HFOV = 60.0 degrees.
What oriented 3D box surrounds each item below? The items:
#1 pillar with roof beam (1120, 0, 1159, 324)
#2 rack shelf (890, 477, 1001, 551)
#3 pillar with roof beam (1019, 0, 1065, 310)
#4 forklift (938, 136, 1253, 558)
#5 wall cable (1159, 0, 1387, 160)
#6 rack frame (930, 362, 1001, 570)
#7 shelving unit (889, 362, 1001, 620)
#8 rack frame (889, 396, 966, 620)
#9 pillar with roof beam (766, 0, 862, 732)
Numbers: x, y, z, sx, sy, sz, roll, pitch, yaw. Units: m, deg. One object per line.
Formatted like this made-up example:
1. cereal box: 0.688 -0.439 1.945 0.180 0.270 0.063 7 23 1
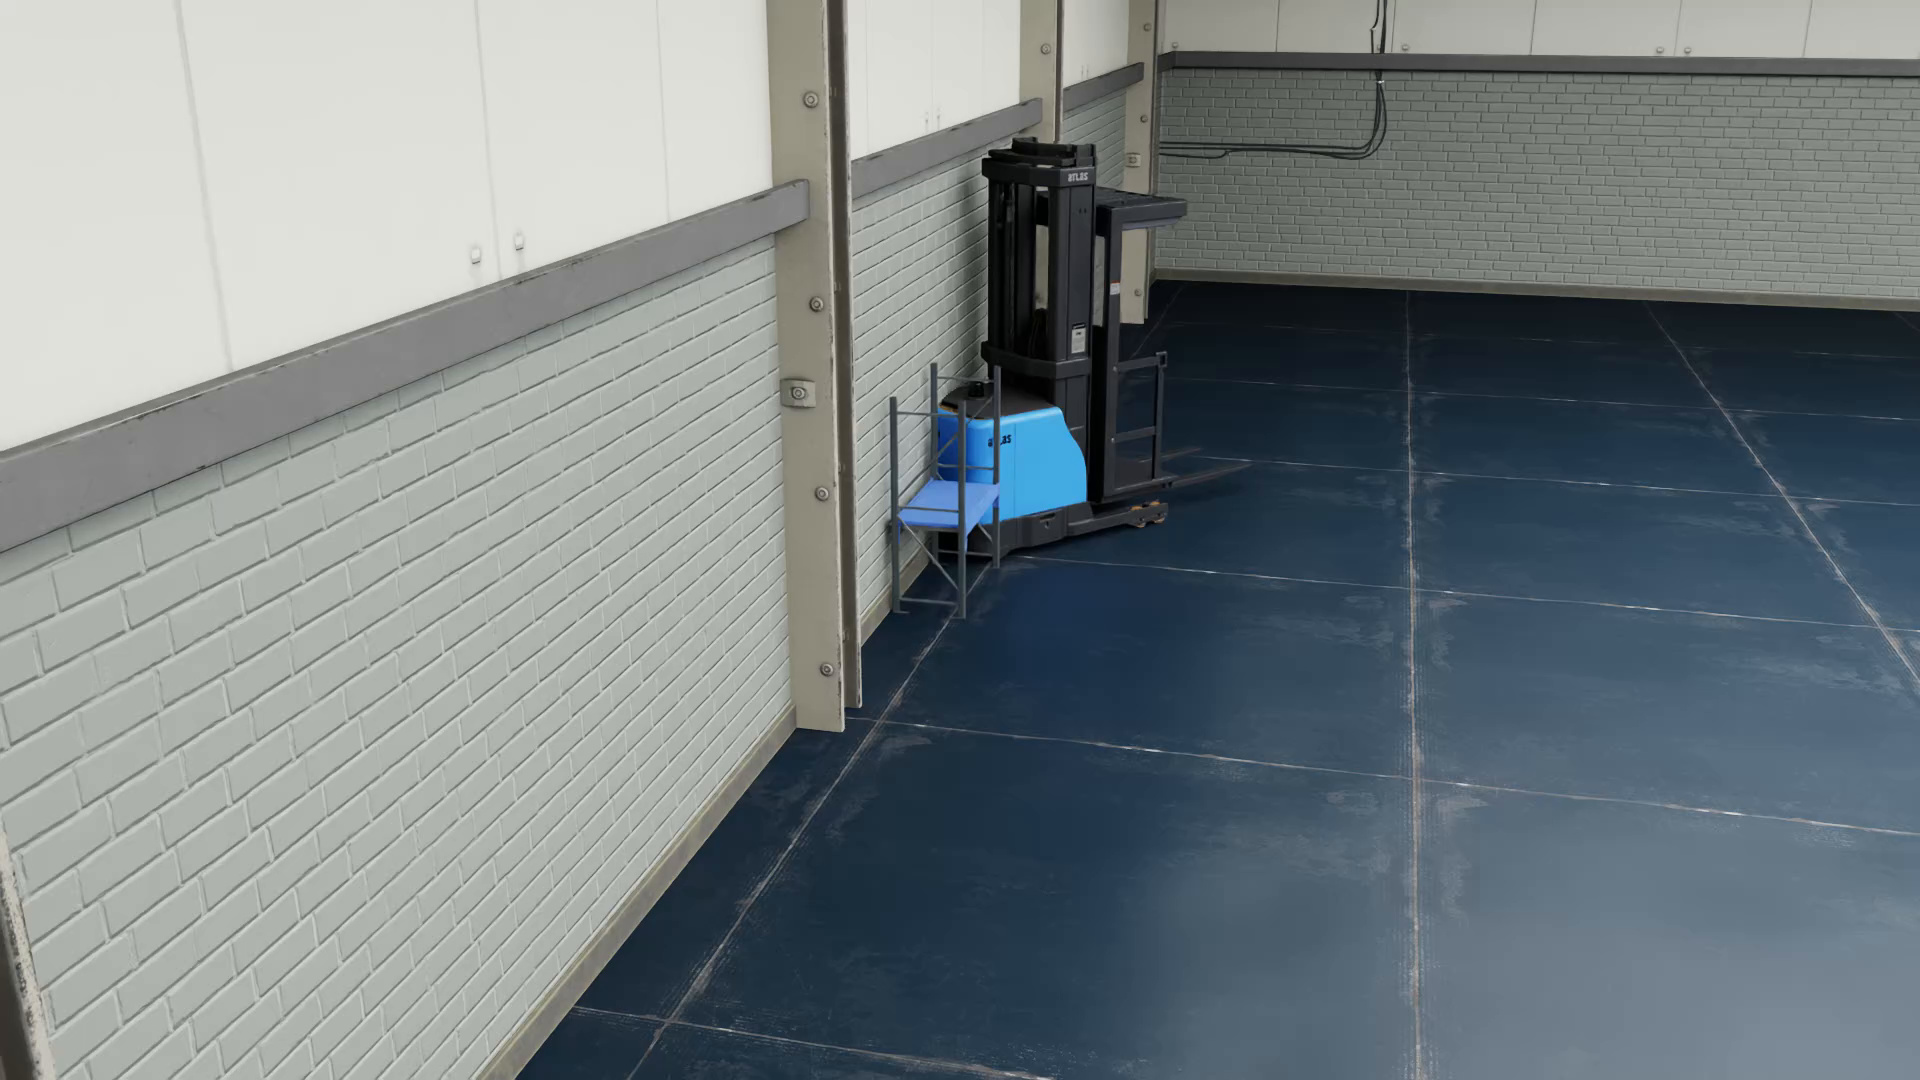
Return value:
1. pillar with roof beam: 6.331 -6.657 18.256 9.100 9.000 0.400 5 19 13
2. rack shelf: -0.086 -0.188 11.473 0.538 0.185 1.000 5 19 13
3. pillar with roof beam: 4.865 -4.777 12.751 9.100 9.000 0.400 5 19 13
4. forklift: 1.023 -1.607 12.858 3.031 2.935 1.130 -13 23 -34
5. wall cable: 4.159 -6.347 22.151 3.097 2.526 0.112 5 19 13
6. rack frame: 0.038 -0.517 11.882 0.500 1.500 0.032 5 19 13
7. shelving unit: -0.086 -0.358 11.415 0.538 1.500 1.048 5 19 13
8. rack frame: -0.210 -0.199 10.949 0.500 1.500 0.032 5 19 13
9. pillar with roof beam: 3.399 -2.896 7.245 9.100 9.000 0.400 5 19 13
